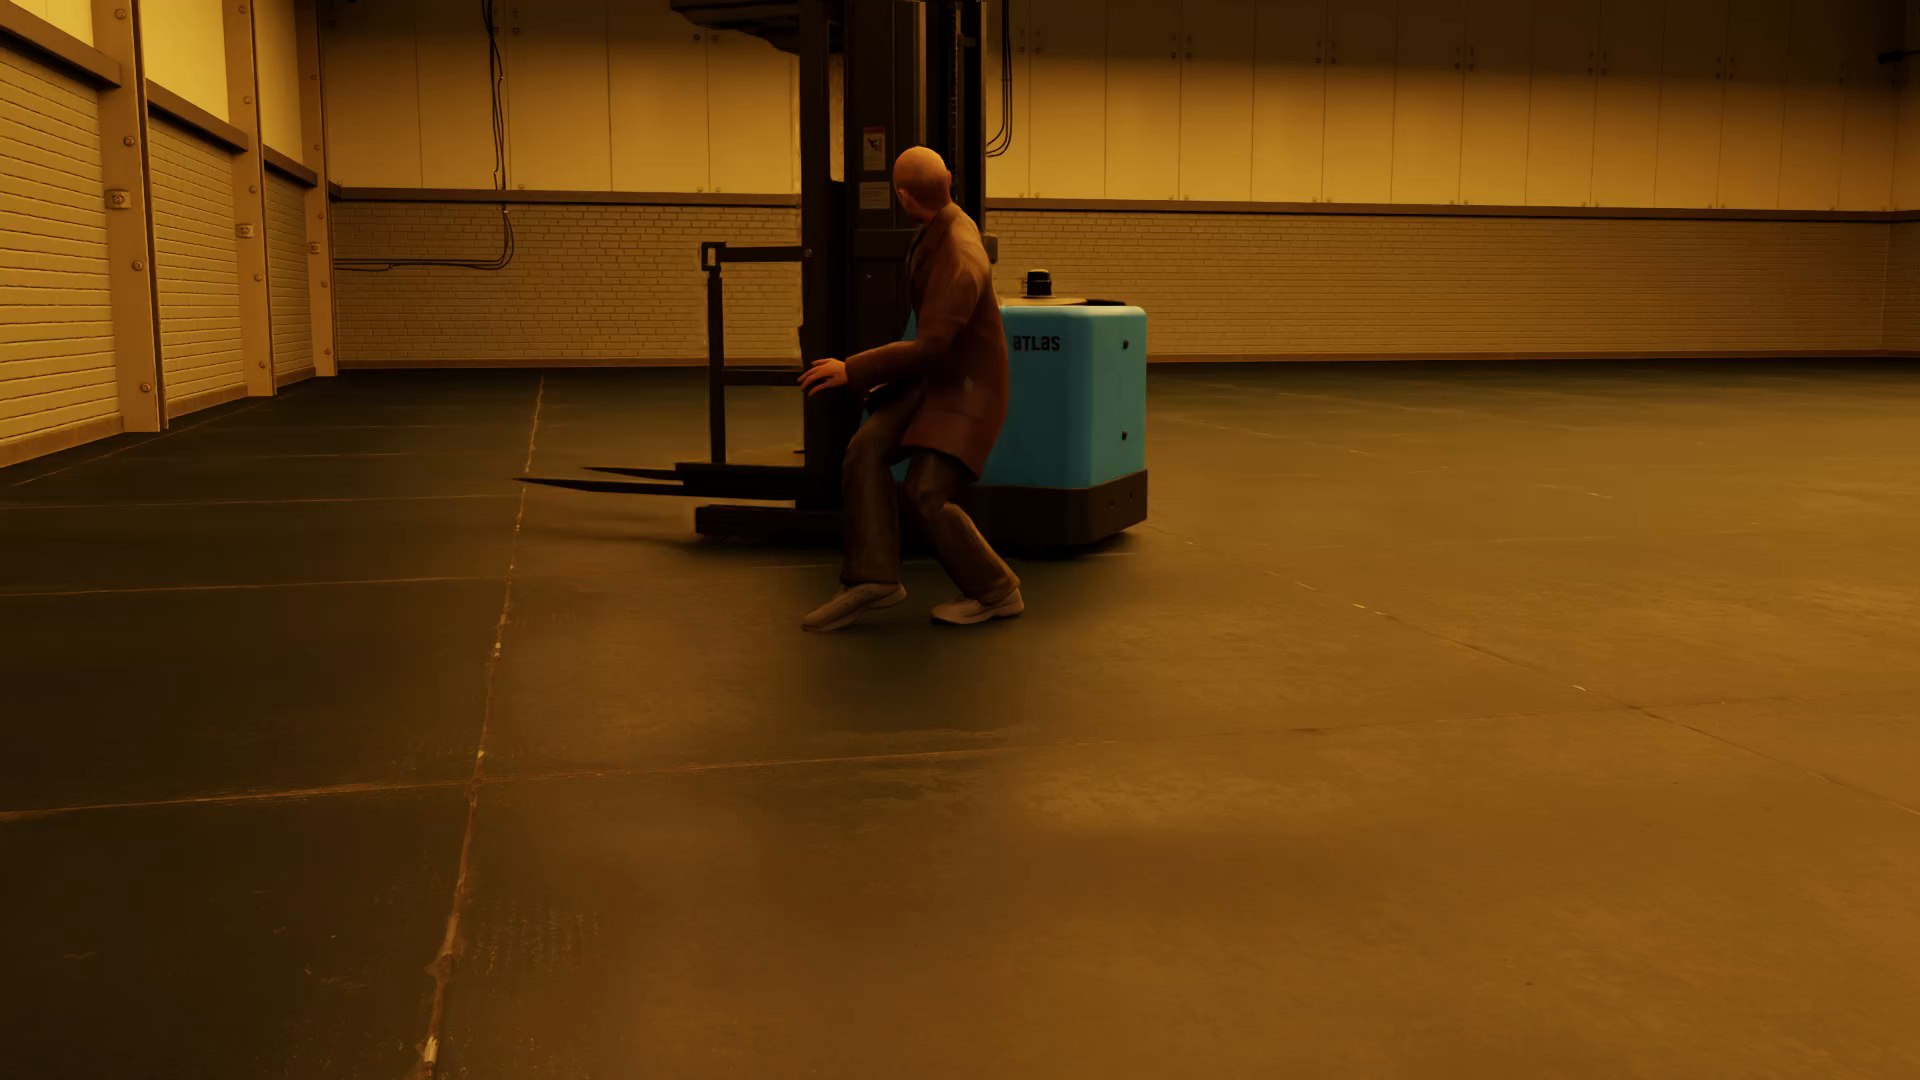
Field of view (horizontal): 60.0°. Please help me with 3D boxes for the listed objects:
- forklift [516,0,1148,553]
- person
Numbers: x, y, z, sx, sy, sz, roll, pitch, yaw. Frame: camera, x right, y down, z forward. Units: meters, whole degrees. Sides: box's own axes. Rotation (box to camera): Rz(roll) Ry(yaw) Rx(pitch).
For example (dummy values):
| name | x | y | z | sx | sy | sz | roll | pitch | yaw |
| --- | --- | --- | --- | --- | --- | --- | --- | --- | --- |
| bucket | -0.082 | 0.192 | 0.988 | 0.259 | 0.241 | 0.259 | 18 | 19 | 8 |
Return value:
| name | x | y | z | sx | sy | sz | roll | pitch | yaw |
| --- | --- | --- | --- | --- | --- | --- | --- | --- | --- |
| forklift | -0.681 | -1.500 | 7.850 | 3.031 | 2.935 | 1.130 | 3 | 9 | 22 |
| person | -0.190 | -0.511 | 5.683 | 0.829 | 1.606 | 0.804 | -4 | 9 | -24 |
